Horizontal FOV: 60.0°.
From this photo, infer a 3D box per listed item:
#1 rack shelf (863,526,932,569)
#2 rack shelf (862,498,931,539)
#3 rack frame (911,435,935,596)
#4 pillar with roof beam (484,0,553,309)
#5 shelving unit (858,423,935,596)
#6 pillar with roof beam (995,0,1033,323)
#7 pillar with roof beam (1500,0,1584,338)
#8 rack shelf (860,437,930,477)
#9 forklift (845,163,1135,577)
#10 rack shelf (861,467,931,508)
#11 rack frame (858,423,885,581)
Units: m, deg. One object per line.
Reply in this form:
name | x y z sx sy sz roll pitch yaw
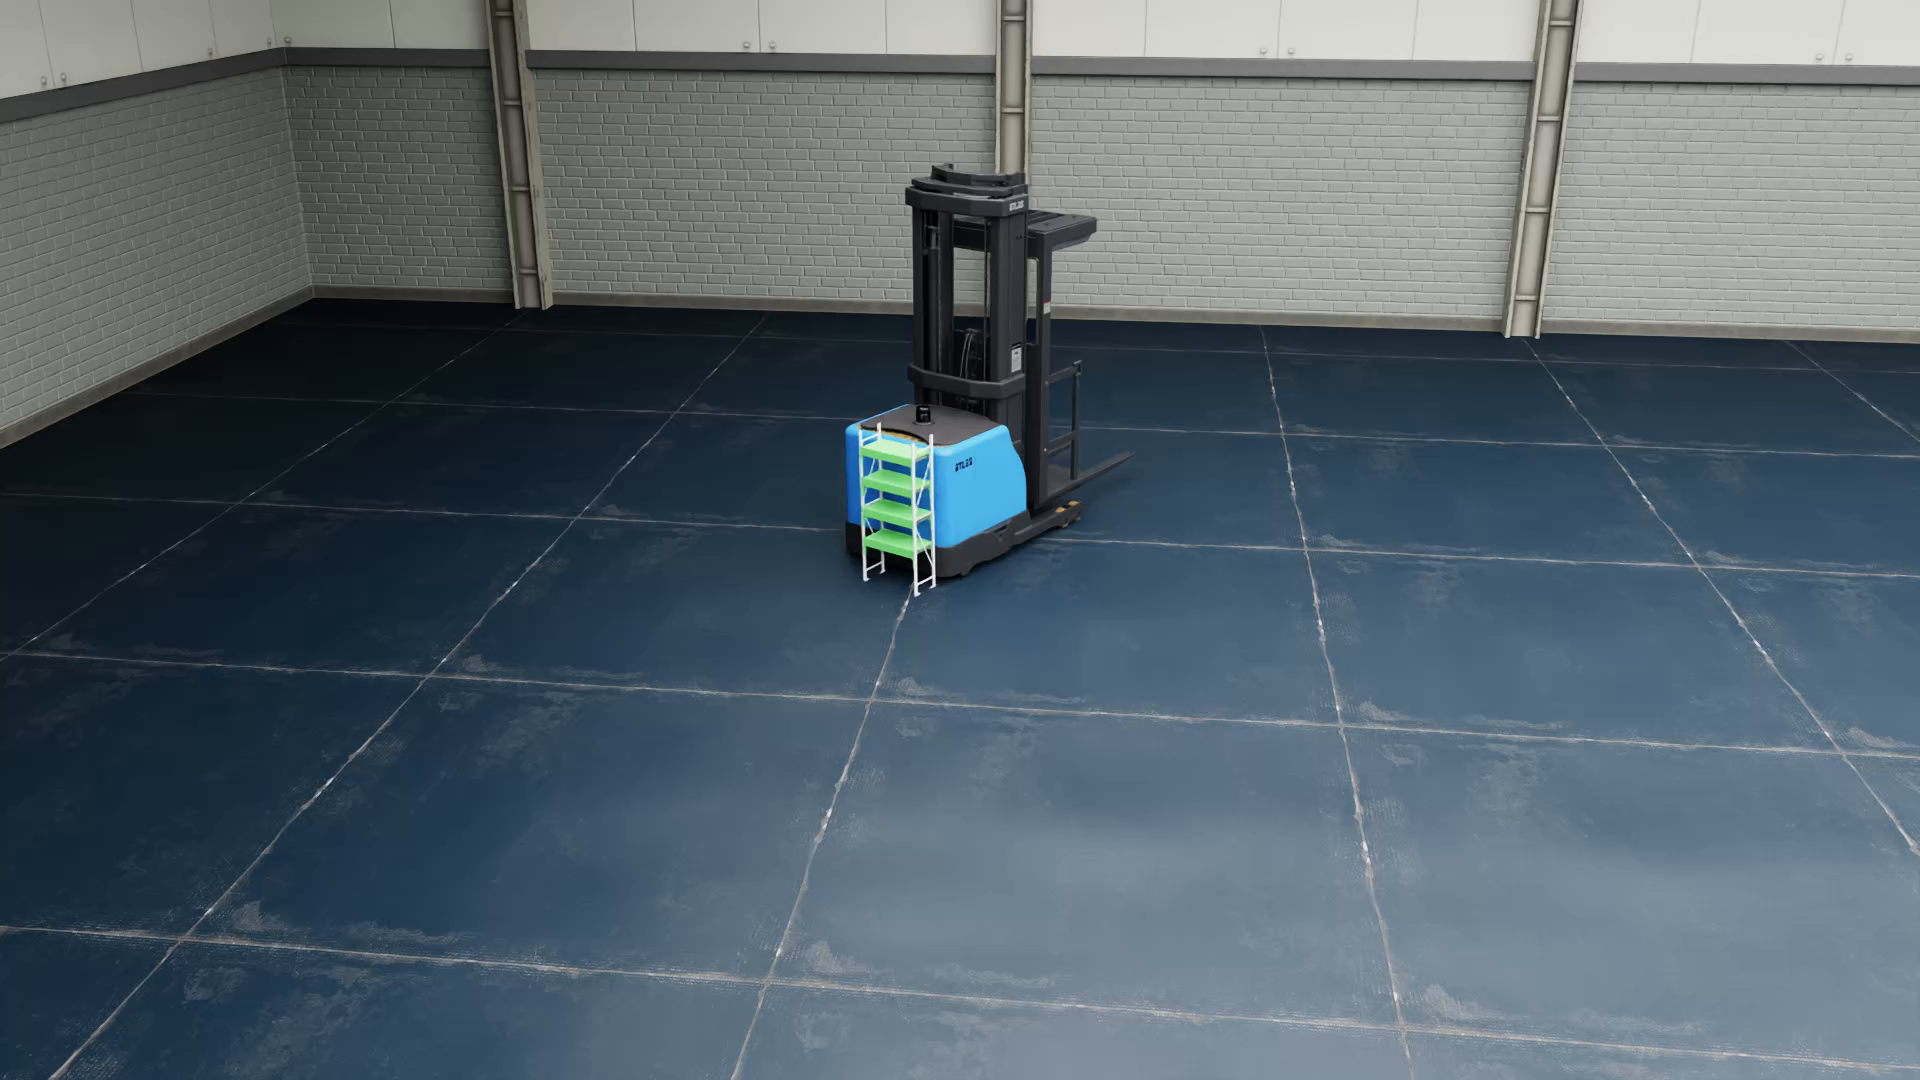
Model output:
rack shelf | -0.463 0.055 12.490 0.480 0.148 0.258 15 27 33
rack shelf | -0.465 -0.167 12.398 0.480 0.148 0.258 15 27 33
rack frame | -0.269 -0.173 12.240 0.015 1.200 0.240 15 27 33
pillar with roof beam | -5.843 -5.547 15.232 0.400 9.000 9.100 2 22 6
shelving unit | -0.466 -0.226 12.374 0.503 1.200 0.258 15 27 33
pillar with roof beam | 0.115 -5.288 14.575 0.400 9.000 9.100 2 22 6
pillar with roof beam | 6.073 -5.028 13.919 0.400 9.000 9.100 2 22 6
rack shelf | -0.470 -0.611 12.216 0.480 0.148 0.258 15 27 33
forklift | 0.386 -1.561 13.400 1.130 2.935 3.031 15 26 34
rack shelf | -0.468 -0.389 12.307 0.480 0.148 0.258 15 27 33
rack frame | -0.663 -0.279 12.508 0.015 1.200 0.240 15 27 33
